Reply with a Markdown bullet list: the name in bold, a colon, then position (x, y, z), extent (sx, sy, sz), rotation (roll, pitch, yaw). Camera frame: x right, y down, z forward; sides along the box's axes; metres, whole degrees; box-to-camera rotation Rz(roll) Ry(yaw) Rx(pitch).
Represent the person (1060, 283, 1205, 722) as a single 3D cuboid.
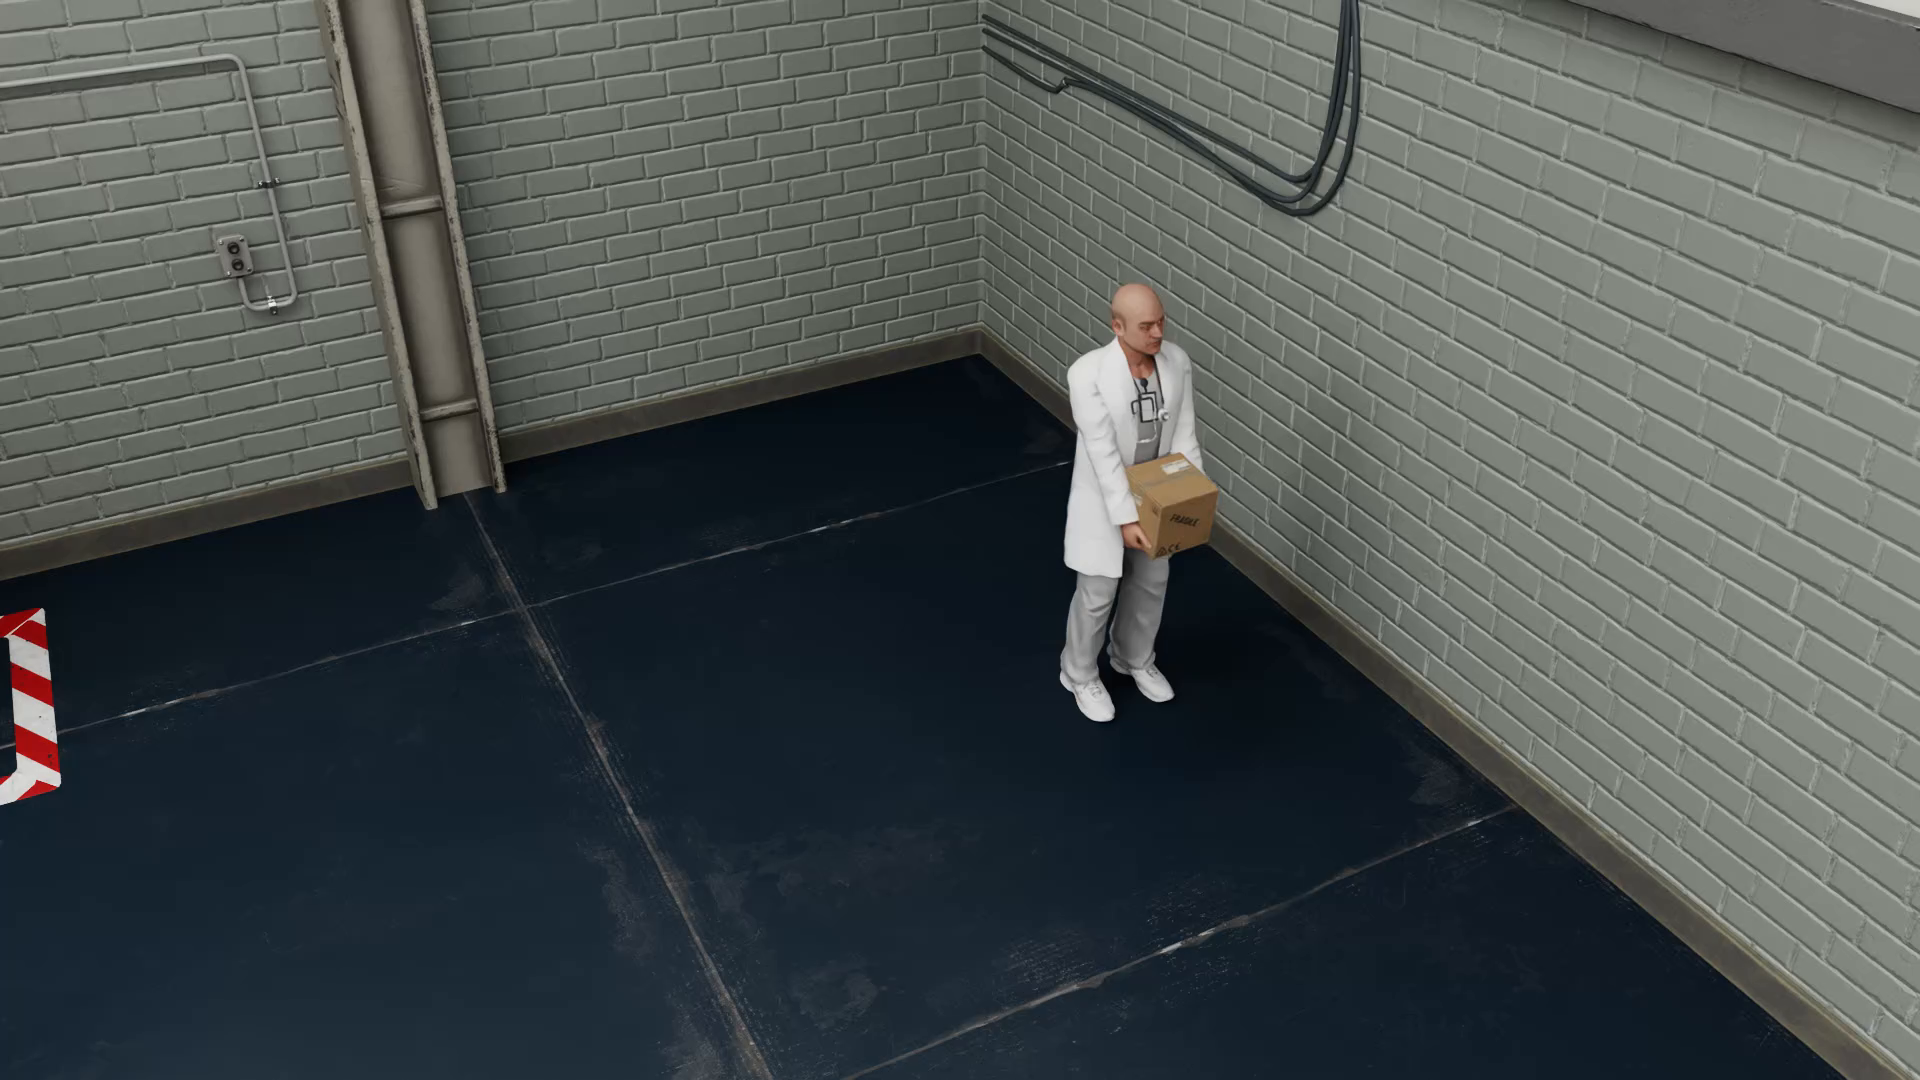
- **person**: position (0.677, -0.096, 6.306), extent (0.528, 1.780, 0.560), rotation (-16, 36, -24)
